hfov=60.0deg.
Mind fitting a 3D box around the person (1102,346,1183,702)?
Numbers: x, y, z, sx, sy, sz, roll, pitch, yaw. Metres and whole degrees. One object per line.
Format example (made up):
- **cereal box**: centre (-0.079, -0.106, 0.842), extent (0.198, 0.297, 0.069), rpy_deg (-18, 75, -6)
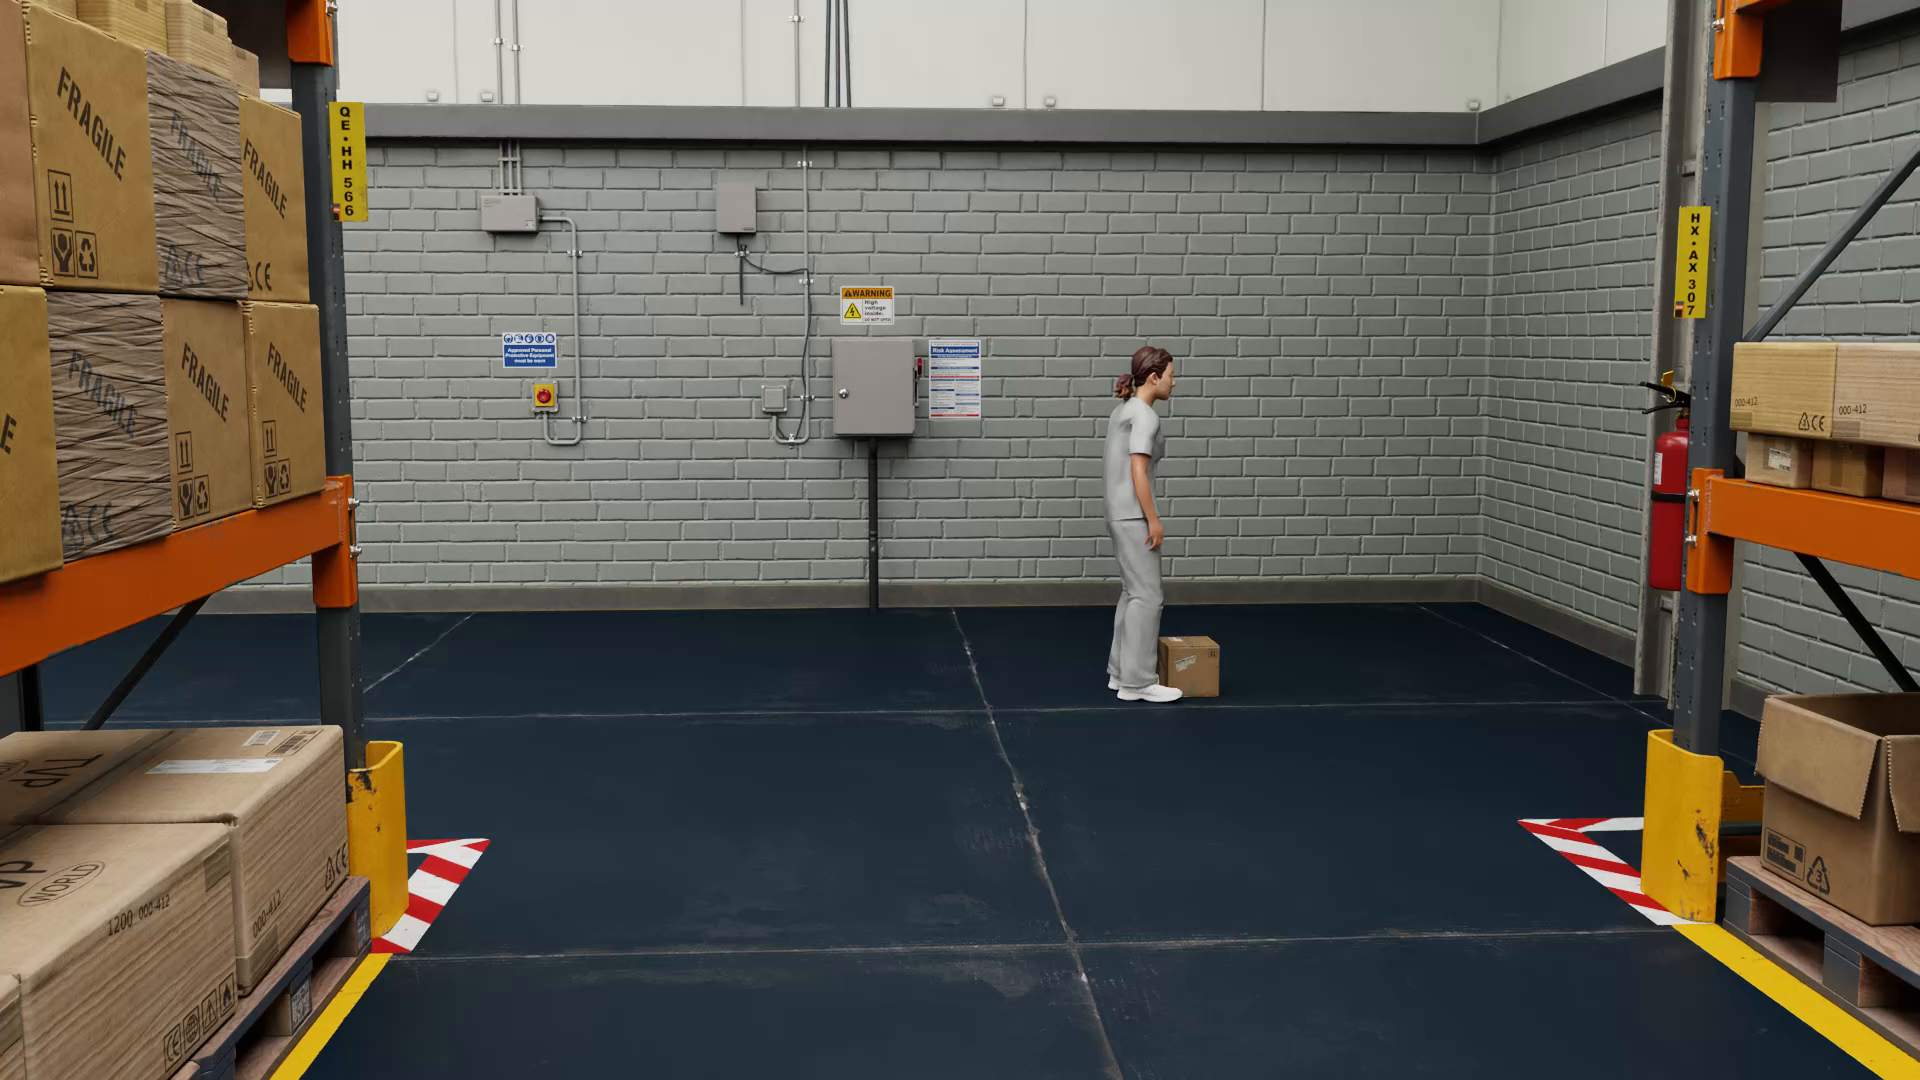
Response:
- **person**: centre (0.865, -0.088, 7.976), extent (0.357, 1.673, 0.486), rpy_deg (0, 7, -3)
